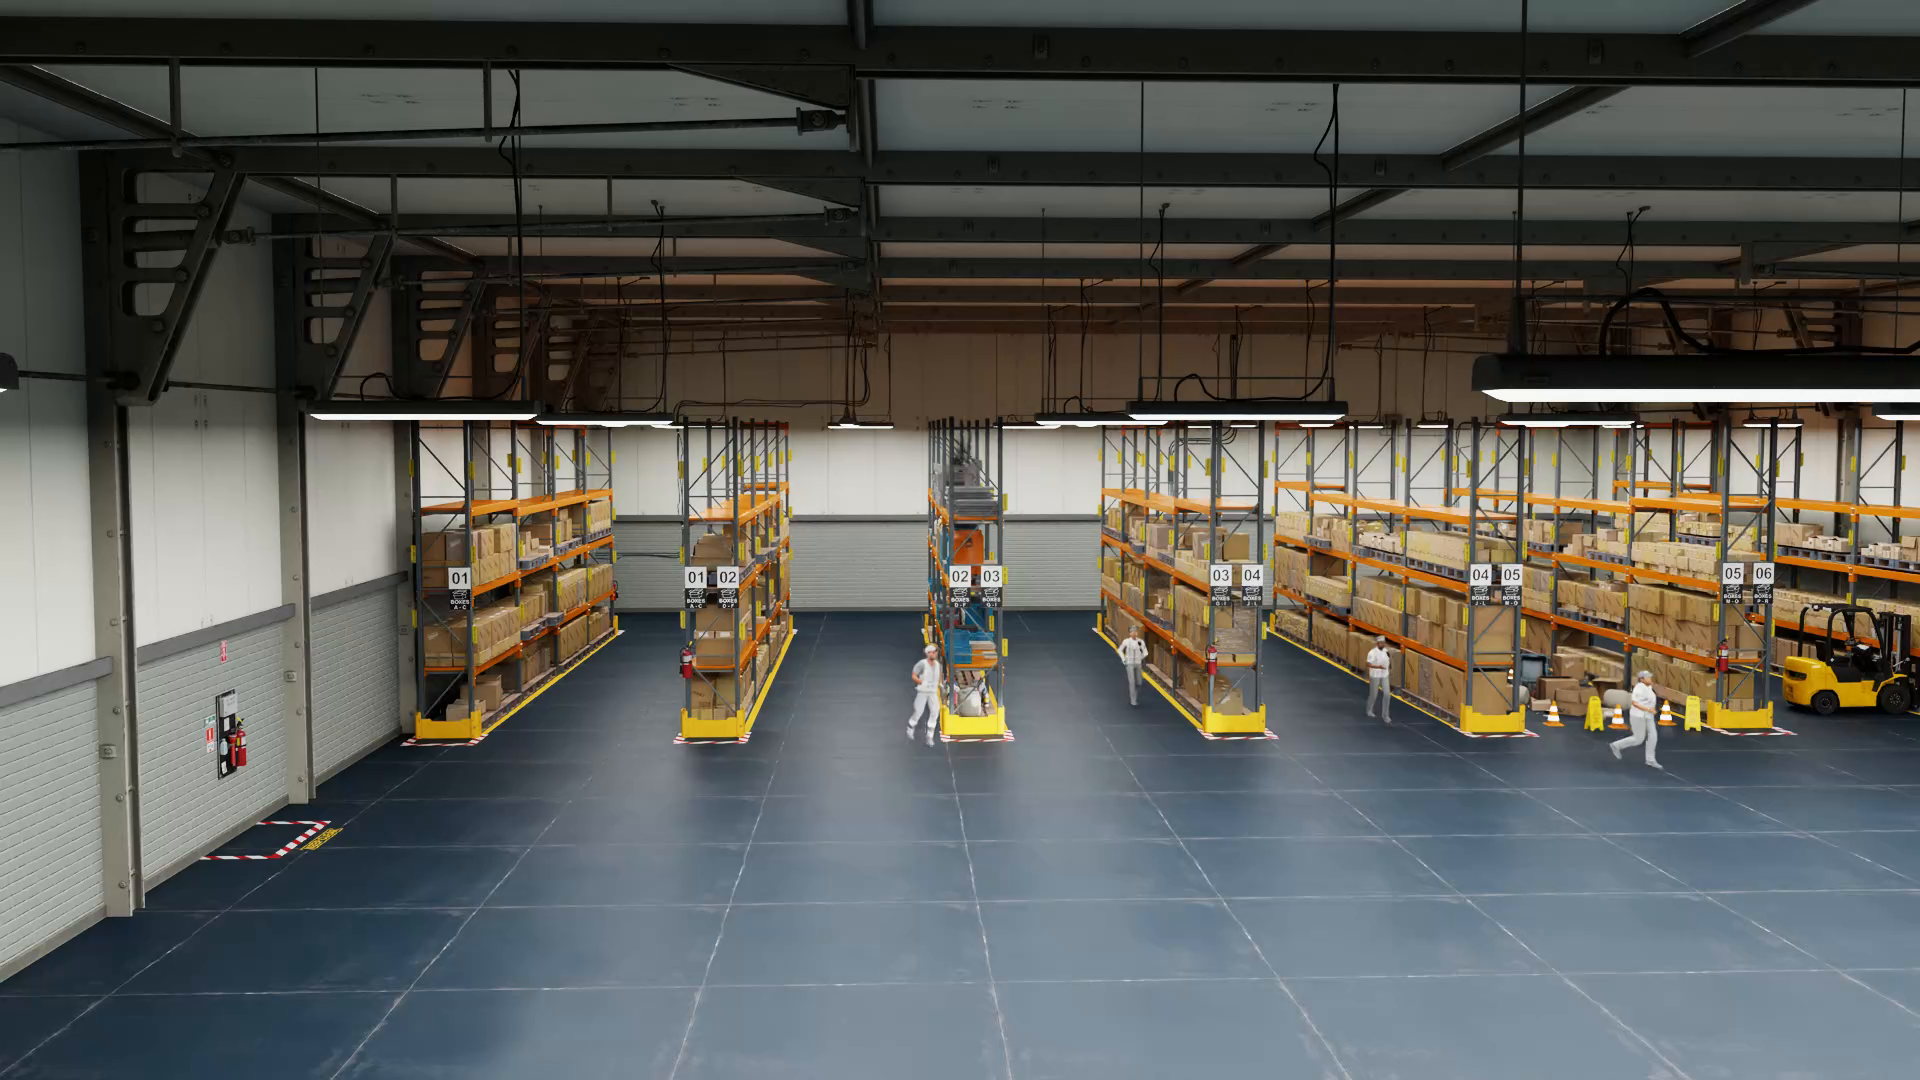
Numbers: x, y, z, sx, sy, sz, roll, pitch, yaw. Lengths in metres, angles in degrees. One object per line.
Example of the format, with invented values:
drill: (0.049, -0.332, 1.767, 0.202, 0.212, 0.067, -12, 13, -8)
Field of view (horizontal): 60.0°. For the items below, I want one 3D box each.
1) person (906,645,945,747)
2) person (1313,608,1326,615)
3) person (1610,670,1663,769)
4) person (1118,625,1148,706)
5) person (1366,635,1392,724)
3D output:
person: (-0.577, 2.838, 30.579, 0.730, 1.820, 0.731, -2, 4, -32)
person: (10.451, 1.695, 48.708, 0.732, 1.706, 0.547, -3, 5, -38)
person: (11.655, 3.051, 28.524, 0.838, 1.670, 0.615, 4, 5, 45)
person: (3.641, 2.608, 34.956, 0.626, 1.662, 0.785, 0, 4, -4)
person: (8.269, 2.740, 32.904, 0.559, 1.754, 0.768, -1, 4, -12)
